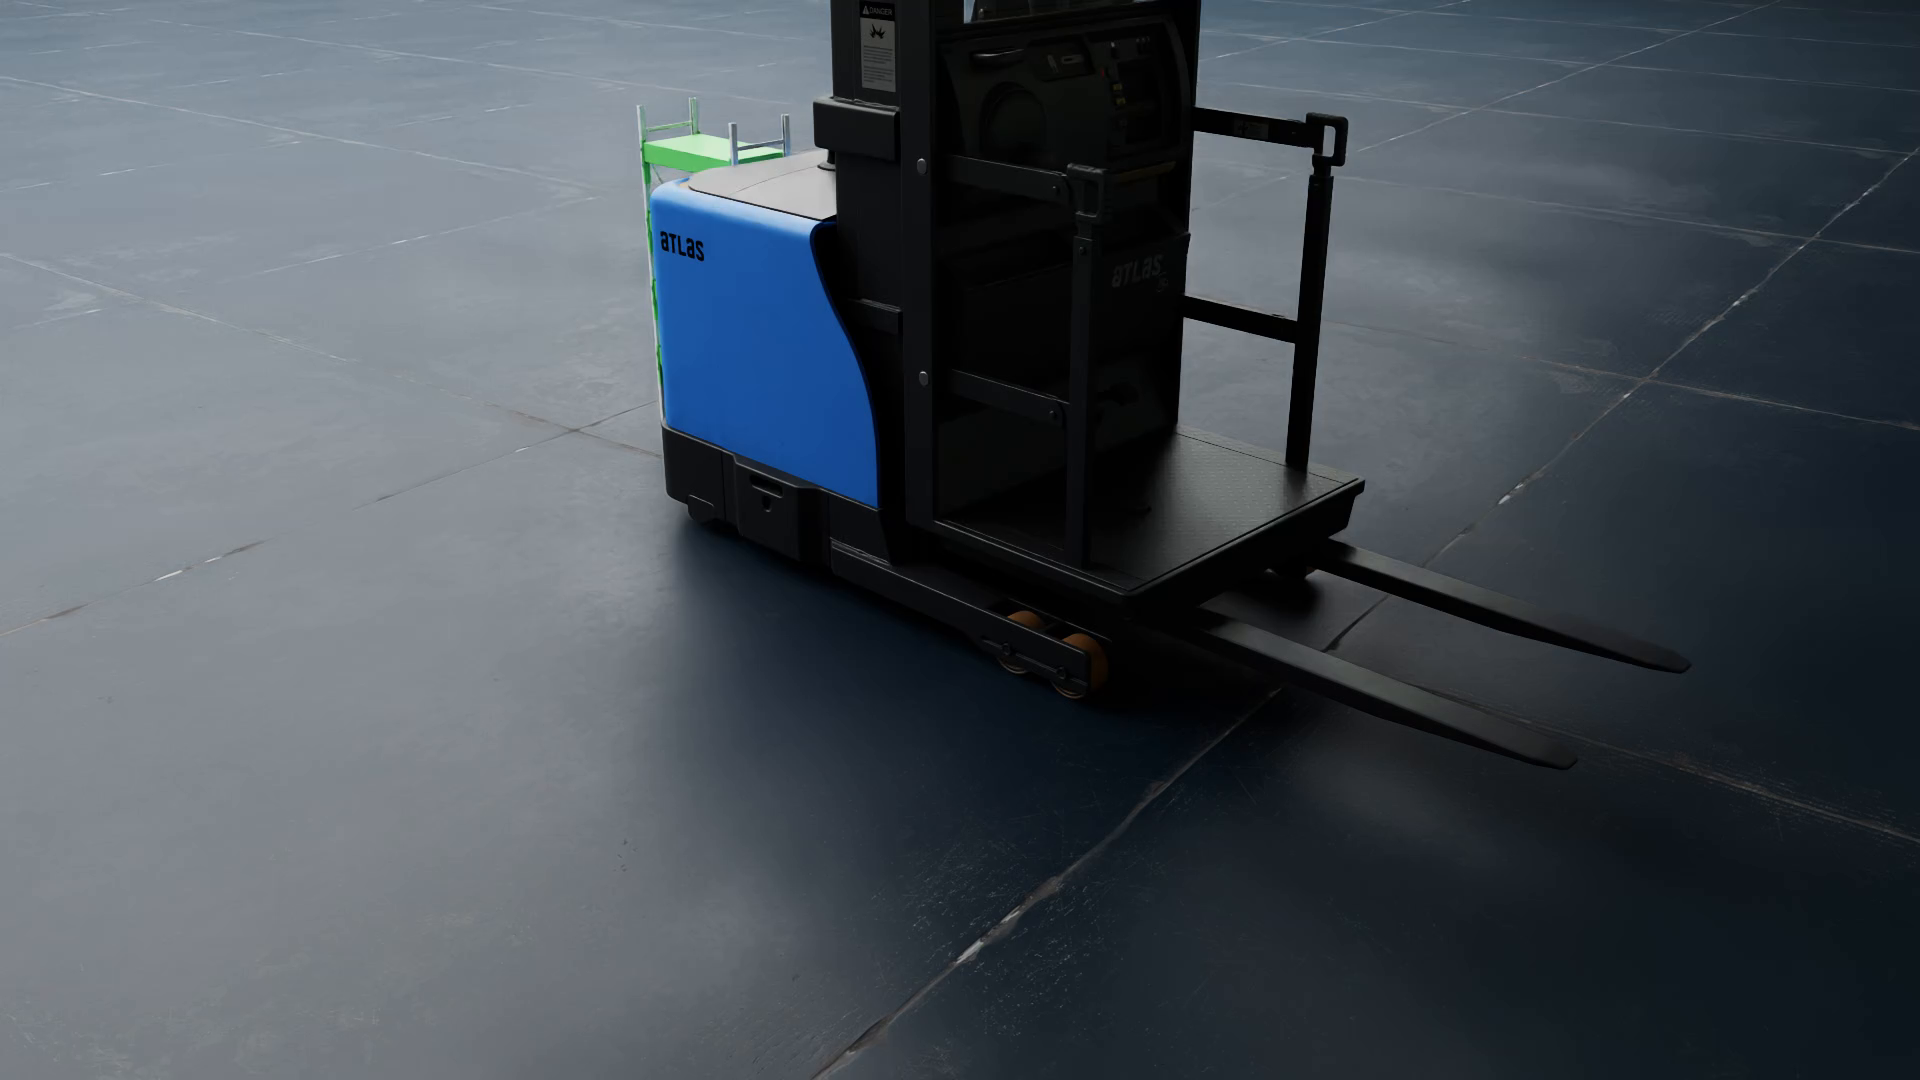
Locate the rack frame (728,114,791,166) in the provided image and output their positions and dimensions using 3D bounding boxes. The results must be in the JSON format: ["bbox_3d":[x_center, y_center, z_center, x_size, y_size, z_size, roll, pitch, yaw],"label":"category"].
[{"bbox_3d":[-0.646,-0.805,5.588,0.015,1.200,0.240,21,31,39],"label":"rack frame"}]

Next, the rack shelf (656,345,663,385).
[{"bbox_3d":[-0.821,-0.595,5.866,0.480,0.148,0.258,21,31,39],"label":"rack shelf"}]

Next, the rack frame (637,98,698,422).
[{"bbox_3d":[-0.997,-0.941,5.899,0.015,1.200,0.240,21,31,39],"label":"rack frame"}]

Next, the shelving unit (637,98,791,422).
[{"bbox_3d":[-0.821,-0.873,5.743,0.503,1.200,0.258,21,31,39],"label":"shelving unit"}]

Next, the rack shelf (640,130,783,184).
[{"bbox_3d":[-0.821,-1.254,5.576,0.480,0.148,0.258,21,31,39],"label":"rack shelf"}]

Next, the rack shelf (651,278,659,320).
[{"bbox_3d":[-0.821,-0.815,5.769,0.480,0.148,0.258,21,31,39],"label":"rack shelf"}]

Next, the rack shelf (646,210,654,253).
[{"bbox_3d":[-0.821,-1.034,5.672,0.480,0.148,0.258,21,31,39],"label":"rack shelf"}]

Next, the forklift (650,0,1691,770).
[{"bbox_3d":[0.450,-1.166,4.261,3.031,2.935,1.130,21,32,39],"label":"forklift"}]
